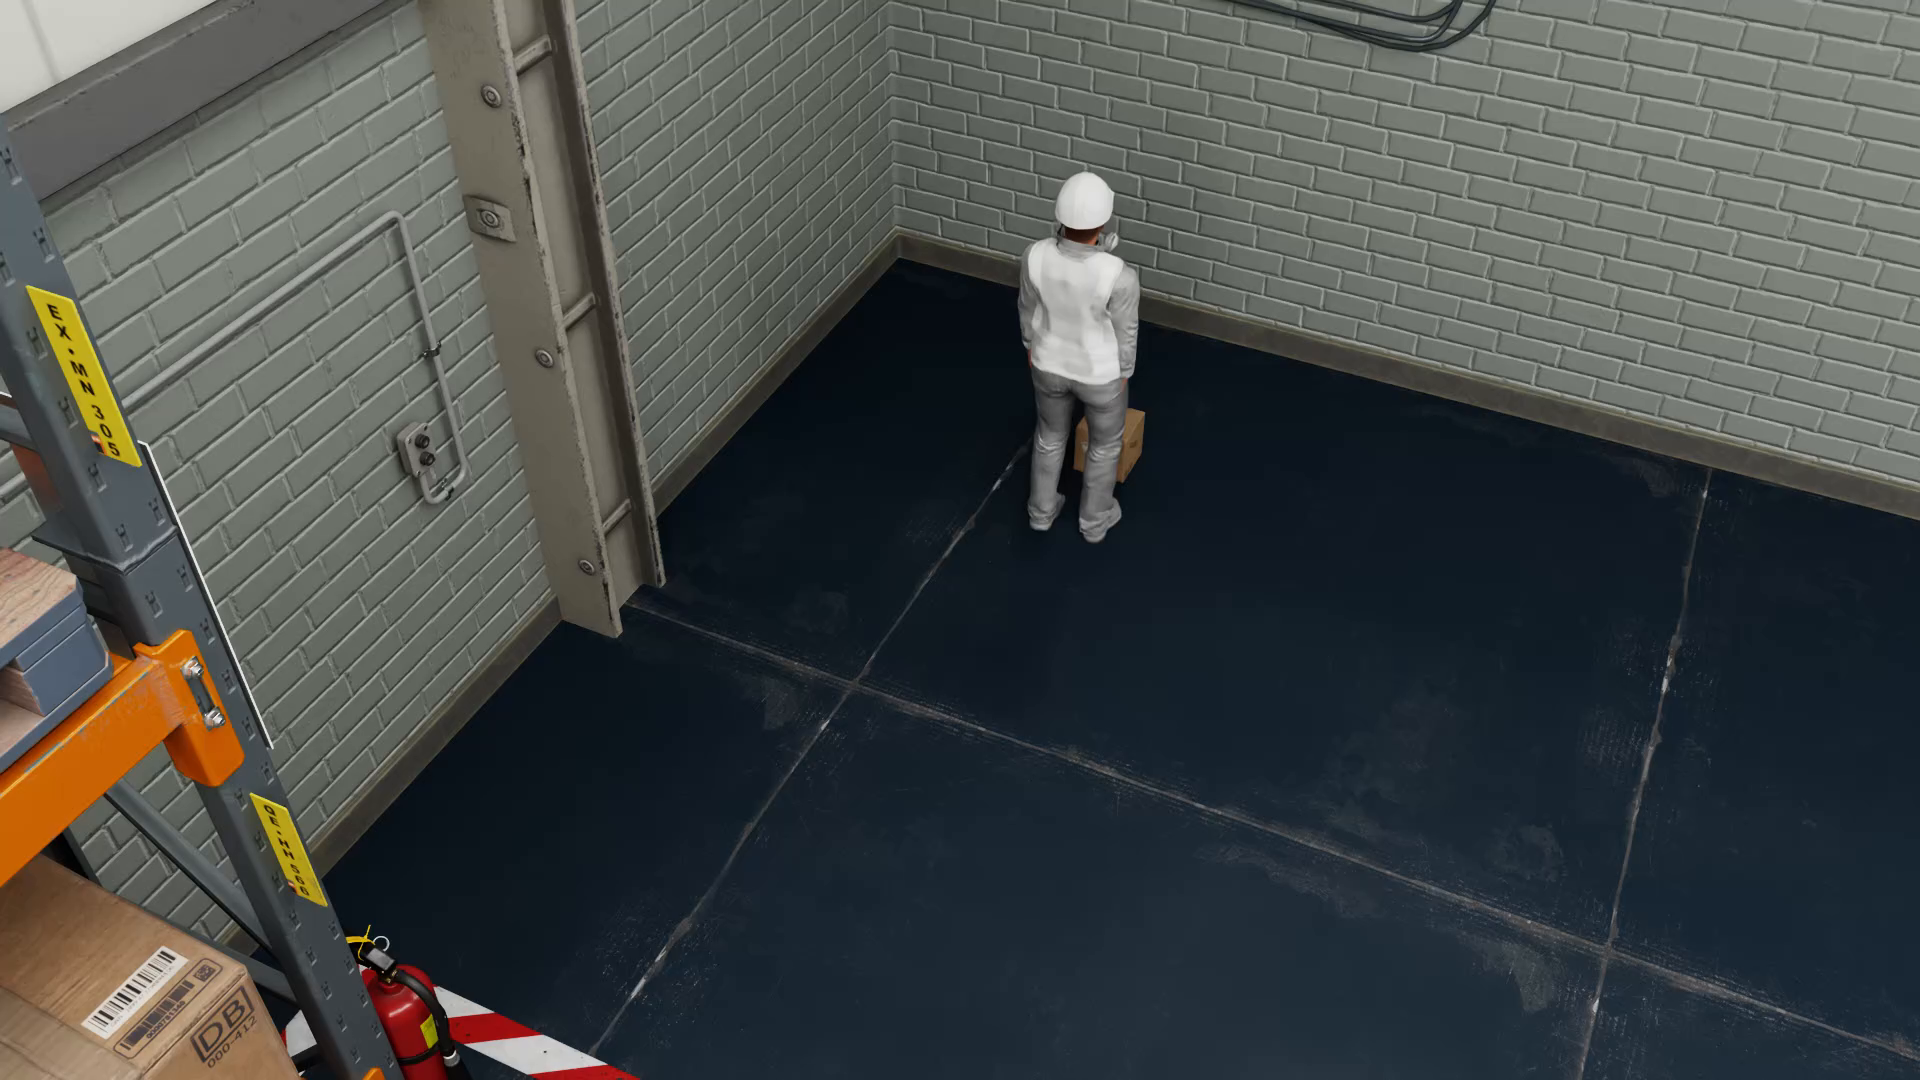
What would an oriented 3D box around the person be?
[{"bbox_3d":[0.495,-0.749,7.006,0.532,1.788,0.361,18,45,19],"label":"person"}]
